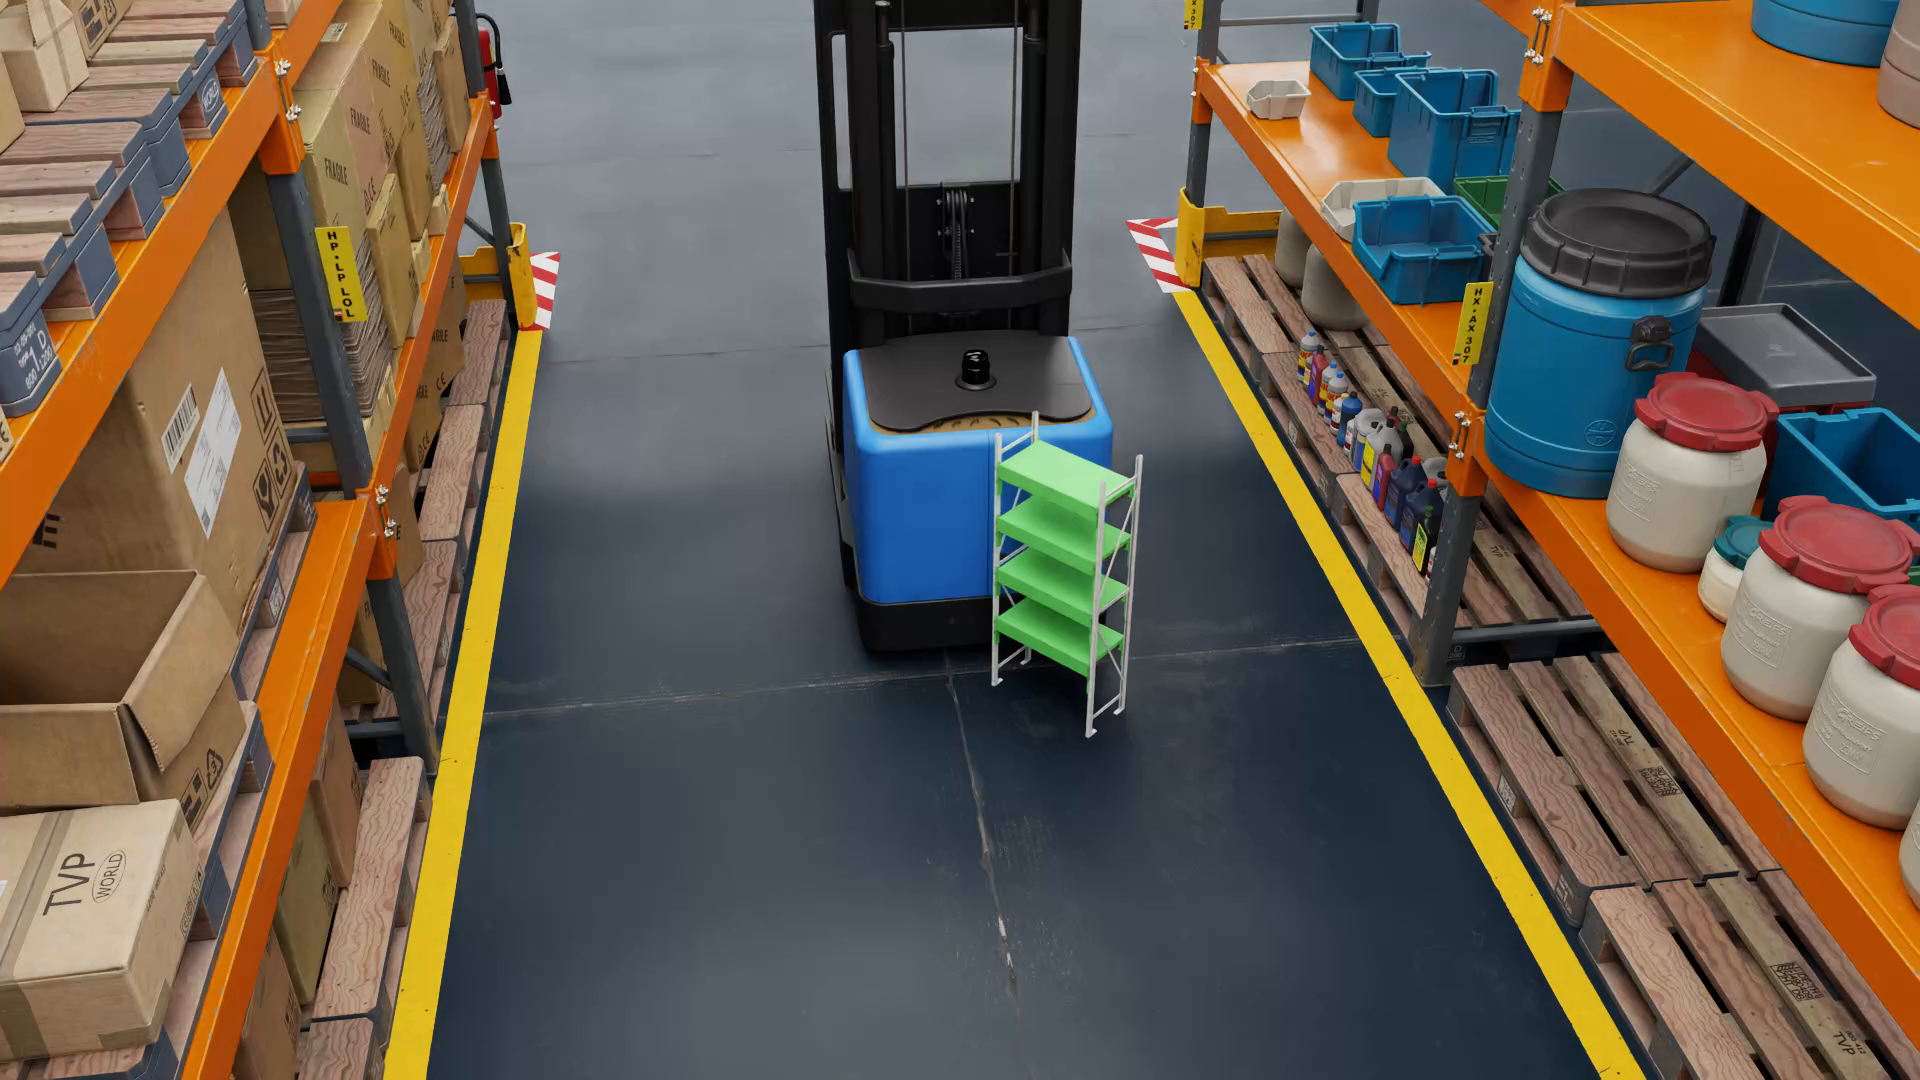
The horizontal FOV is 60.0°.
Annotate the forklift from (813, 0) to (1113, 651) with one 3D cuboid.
[{"bbox_3d":[-0.082,-1.563,7.441,1.130,2.935,3.031,-4,35,-6],"label":"forklift"}]

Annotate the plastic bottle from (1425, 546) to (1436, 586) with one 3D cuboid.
[{"bbox_3d":[2.032,0.099,7.035,0.097,0.201,0.097,0,34,0],"label":"plastic bottle"}]

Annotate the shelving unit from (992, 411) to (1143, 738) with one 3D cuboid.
[{"bbox_3d":[0.399,0.146,6.470,0.503,1.200,0.258,26,42,33],"label":"shelving unit"}]

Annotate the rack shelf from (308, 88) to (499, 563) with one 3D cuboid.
[{"bbox_3d":[-2.788,-1.140,7.398,1.077,0.370,4.000,-4,35,-6],"label":"rack shelf"}]

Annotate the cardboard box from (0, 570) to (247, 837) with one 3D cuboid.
[{"bbox_3d":[-2.194,0.423,4.002,0.797,0.503,0.637,-1,34,-1],"label":"cardboard box"}]

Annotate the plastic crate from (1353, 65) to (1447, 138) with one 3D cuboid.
[{"bbox_3d":[2.297,-2.248,8.517,0.499,0.251,0.408,-4,35,-6],"label":"plastic crate"}]

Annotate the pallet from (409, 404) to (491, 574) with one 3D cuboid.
[{"bbox_3d":[-2.811,-0.224,7.891,1.003,0.211,1.213,-4,35,-6],"label":"pallet"}]

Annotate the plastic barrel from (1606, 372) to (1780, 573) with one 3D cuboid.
[{"bbox_3d":[2.301,-0.202,5.263,0.433,0.535,0.433,0,34,0],"label":"plastic barrel"}]

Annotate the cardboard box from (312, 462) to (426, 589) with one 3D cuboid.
[{"bbox_3d":[-2.617,-0.007,6.944,0.500,0.500,0.500,6,35,9],"label":"cardboard box"}]

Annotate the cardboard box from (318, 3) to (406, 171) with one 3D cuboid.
[{"bbox_3d":[-2.463,-1.727,6.380,0.500,0.500,0.500,-4,35,-6],"label":"cardboard box"}]

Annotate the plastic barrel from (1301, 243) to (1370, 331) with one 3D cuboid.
[{"bbox_3d":[2.083,-1.433,9.026,0.421,0.512,0.421,0,34,0],"label":"plastic barrel"}]

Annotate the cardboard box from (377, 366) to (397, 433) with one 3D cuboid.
[{"bbox_3d":[-2.270,-0.501,6.045,0.380,0.149,0.250,-4,35,-6],"label":"cardboard box"}]

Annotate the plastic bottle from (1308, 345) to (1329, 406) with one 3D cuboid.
[{"bbox_3d":[1.799,-0.825,8.318,0.061,0.283,0.133,-4,34,-6],"label":"plastic bottle"}]

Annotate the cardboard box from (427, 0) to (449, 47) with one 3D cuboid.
[{"bbox_3d":[-2.665,-2.564,7.608,0.500,0.500,0.500,-4,35,-6],"label":"cardboard box"}]

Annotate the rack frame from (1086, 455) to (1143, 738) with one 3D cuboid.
[{"bbox_3d":[0.583,0.237,6.337,0.015,1.200,0.240,26,42,33],"label":"rack frame"}]

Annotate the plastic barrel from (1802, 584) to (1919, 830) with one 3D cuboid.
[{"bbox_3d":[2.457,0.449,4.308,0.433,0.535,0.433,0,34,0],"label":"plastic barrel"}]

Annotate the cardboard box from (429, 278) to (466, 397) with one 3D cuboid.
[{"bbox_3d":[-2.875,-1.014,8.420,0.500,0.500,0.500,4,35,6],"label":"cardboard box"}]

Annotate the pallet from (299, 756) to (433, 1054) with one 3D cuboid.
[{"bbox_3d":[-2.413,1.265,5.706,1.003,0.211,1.213,-4,35,-6],"label":"pallet"}]

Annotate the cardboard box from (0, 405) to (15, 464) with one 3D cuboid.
[{"bbox_3d":[-1.939,-0.121,2.734,0.500,0.250,0.500,-4,34,-5],"label":"cardboard box"}]

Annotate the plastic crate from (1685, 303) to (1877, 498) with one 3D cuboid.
[{"bbox_3d":[2.758,-0.476,5.728,0.402,0.464,0.583,-4,35,-6],"label":"plastic crate"}]

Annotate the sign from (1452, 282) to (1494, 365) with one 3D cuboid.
[{"bbox_3d":[1.843,-0.776,5.979,0.100,0.325,0.005,-4,35,-6],"label":"sign"}]

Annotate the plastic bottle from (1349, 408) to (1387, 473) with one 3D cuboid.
[{"bbox_3d":[1.930,-0.469,7.802,0.152,0.276,0.135,-4,34,-6],"label":"plastic bottle"}]

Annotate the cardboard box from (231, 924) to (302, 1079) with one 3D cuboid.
[{"bbox_3d":[-2.336,1.454,4.782,0.700,0.500,0.500,-7,35,-10],"label":"cardboard box"}]

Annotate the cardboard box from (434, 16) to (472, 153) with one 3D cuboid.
[{"bbox_3d":[-2.824,-2.139,7.872,0.875,0.500,0.500,-4,35,-6],"label":"cardboard box"}]

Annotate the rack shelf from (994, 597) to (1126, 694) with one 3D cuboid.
[{"bbox_3d":[0.399,0.398,6.641,0.480,0.148,0.258,26,42,33],"label":"rack shelf"}]

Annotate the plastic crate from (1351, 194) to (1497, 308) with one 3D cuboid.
[{"bbox_3d":[1.971,-1.232,7.027,0.499,0.251,0.616,-4,35,-6],"label":"plastic crate"}]

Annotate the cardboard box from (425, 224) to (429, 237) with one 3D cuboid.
[{"bbox_3d":[-2.543,-1.333,7.265,0.380,0.149,0.250,-4,35,-6],"label":"cardboard box"}]

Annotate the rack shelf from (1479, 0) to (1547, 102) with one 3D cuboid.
[{"bbox_3d":[2.120,-2.755,7.104,1.077,0.370,4.000,-4,35,-6],"label":"rack shelf"}]

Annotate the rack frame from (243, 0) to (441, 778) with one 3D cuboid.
[{"bbox_3d":[-2.519,-0.322,5.558,1.000,3.000,0.127,-4,35,-6],"label":"rack frame"}]

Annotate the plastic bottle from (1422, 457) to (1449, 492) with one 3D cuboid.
[{"bbox_3d":[2.135,-0.223,7.441,0.152,0.276,0.135,-4,35,-6],"label":"plastic bottle"}]

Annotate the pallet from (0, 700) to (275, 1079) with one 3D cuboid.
[{"bbox_3d":[-2.288,0.888,3.953,1.003,0.211,1.213,-4,35,-6],"label":"pallet"}]

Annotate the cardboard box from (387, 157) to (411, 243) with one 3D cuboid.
[{"bbox_3d":[-2.717,-1.295,6.633,0.875,0.500,0.500,-4,35,-6],"label":"cardboard box"}]

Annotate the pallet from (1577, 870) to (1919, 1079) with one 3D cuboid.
[{"bbox_3d":[2.701,1.573,5.254,1.003,0.211,1.213,-4,35,-6],"label":"pallet"}]

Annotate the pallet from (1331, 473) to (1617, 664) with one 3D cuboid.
[{"bbox_3d":[2.340,0.078,7.448,1.003,0.211,1.213,-4,35,-6],"label":"pallet"}]

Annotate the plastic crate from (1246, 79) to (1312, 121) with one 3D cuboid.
[{"bbox_3d":[1.653,-2.296,8.690,0.298,0.136,0.250,-4,35,-6],"label":"plastic crate"}]

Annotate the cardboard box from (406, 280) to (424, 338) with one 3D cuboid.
[{"bbox_3d":[-2.367,-0.920,6.659,0.380,0.149,0.250,-4,35,-6],"label":"cardboard box"}]

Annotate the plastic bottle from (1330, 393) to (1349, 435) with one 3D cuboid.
[{"bbox_3d":[1.859,-0.616,8.085,0.097,0.201,0.097,0,34,0],"label":"plastic bottle"}]

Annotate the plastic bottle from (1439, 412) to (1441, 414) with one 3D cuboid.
[{"bbox_3d":[2.437,-0.723,8.241,0.097,0.201,0.097,0,34,0],"label":"plastic bottle"}]

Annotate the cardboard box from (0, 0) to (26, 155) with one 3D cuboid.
[{"bbox_3d":[-2.426,-0.982,3.399,0.797,0.503,0.637,-3,34,-4],"label":"cardboard box"}]

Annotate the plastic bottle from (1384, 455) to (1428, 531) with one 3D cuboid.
[{"bbox_3d":[1.991,-0.228,7.383,0.144,0.351,0.185,-6,35,-9],"label":"plastic bottle"}]

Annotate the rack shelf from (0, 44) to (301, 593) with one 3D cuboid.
[{"bbox_3d":[-2.250,-0.148,3.278,1.077,0.370,4.000,-4,35,-6],"label":"rack shelf"}]
